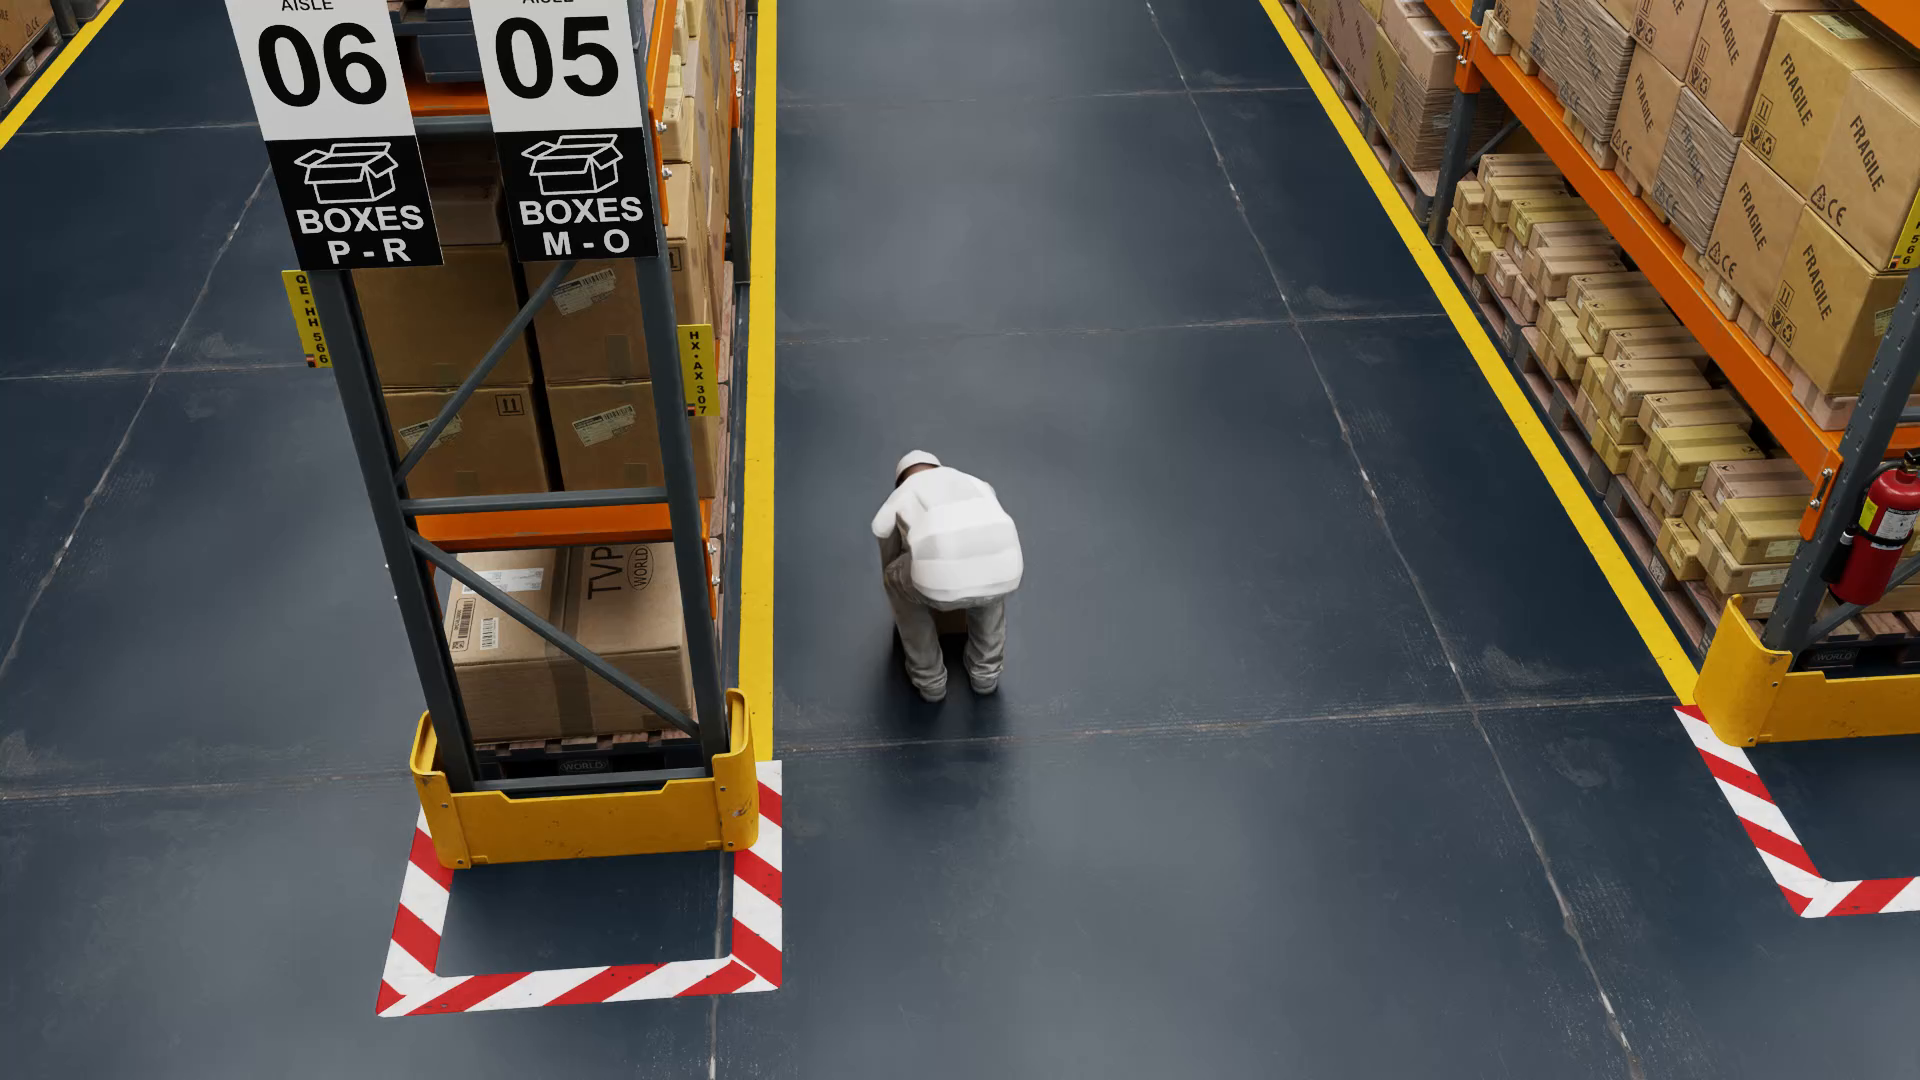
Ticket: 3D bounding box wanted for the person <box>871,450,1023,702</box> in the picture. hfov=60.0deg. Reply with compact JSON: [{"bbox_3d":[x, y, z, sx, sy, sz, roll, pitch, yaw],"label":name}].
[{"bbox_3d":[-0.069,0.117,6.656,0.523,0.947,0.981,-10,40,-12],"label":"person"}]
